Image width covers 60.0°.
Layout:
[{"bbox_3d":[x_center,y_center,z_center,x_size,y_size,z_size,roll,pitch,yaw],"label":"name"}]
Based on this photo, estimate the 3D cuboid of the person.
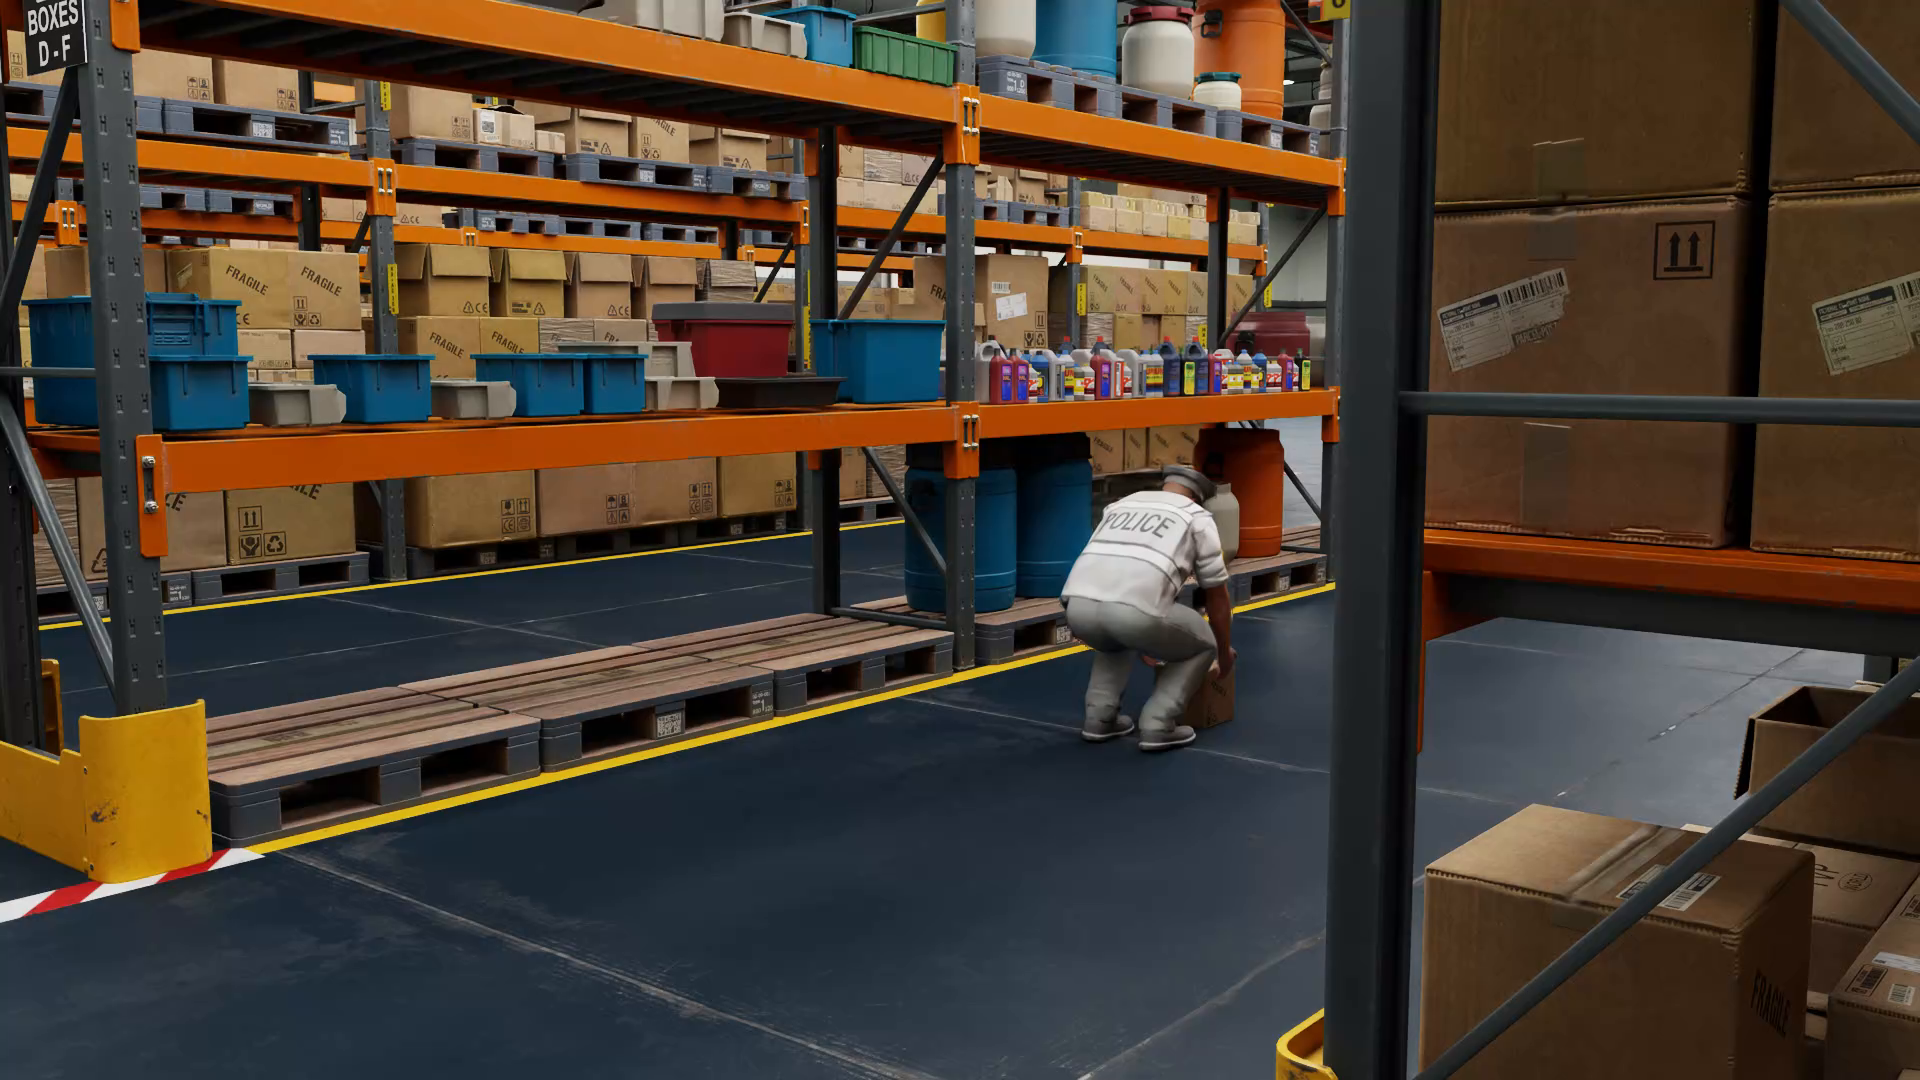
[{"bbox_3d":[0.764,0.260,6.807,0.575,1.099,0.929,5,8,38],"label":"person"}]
